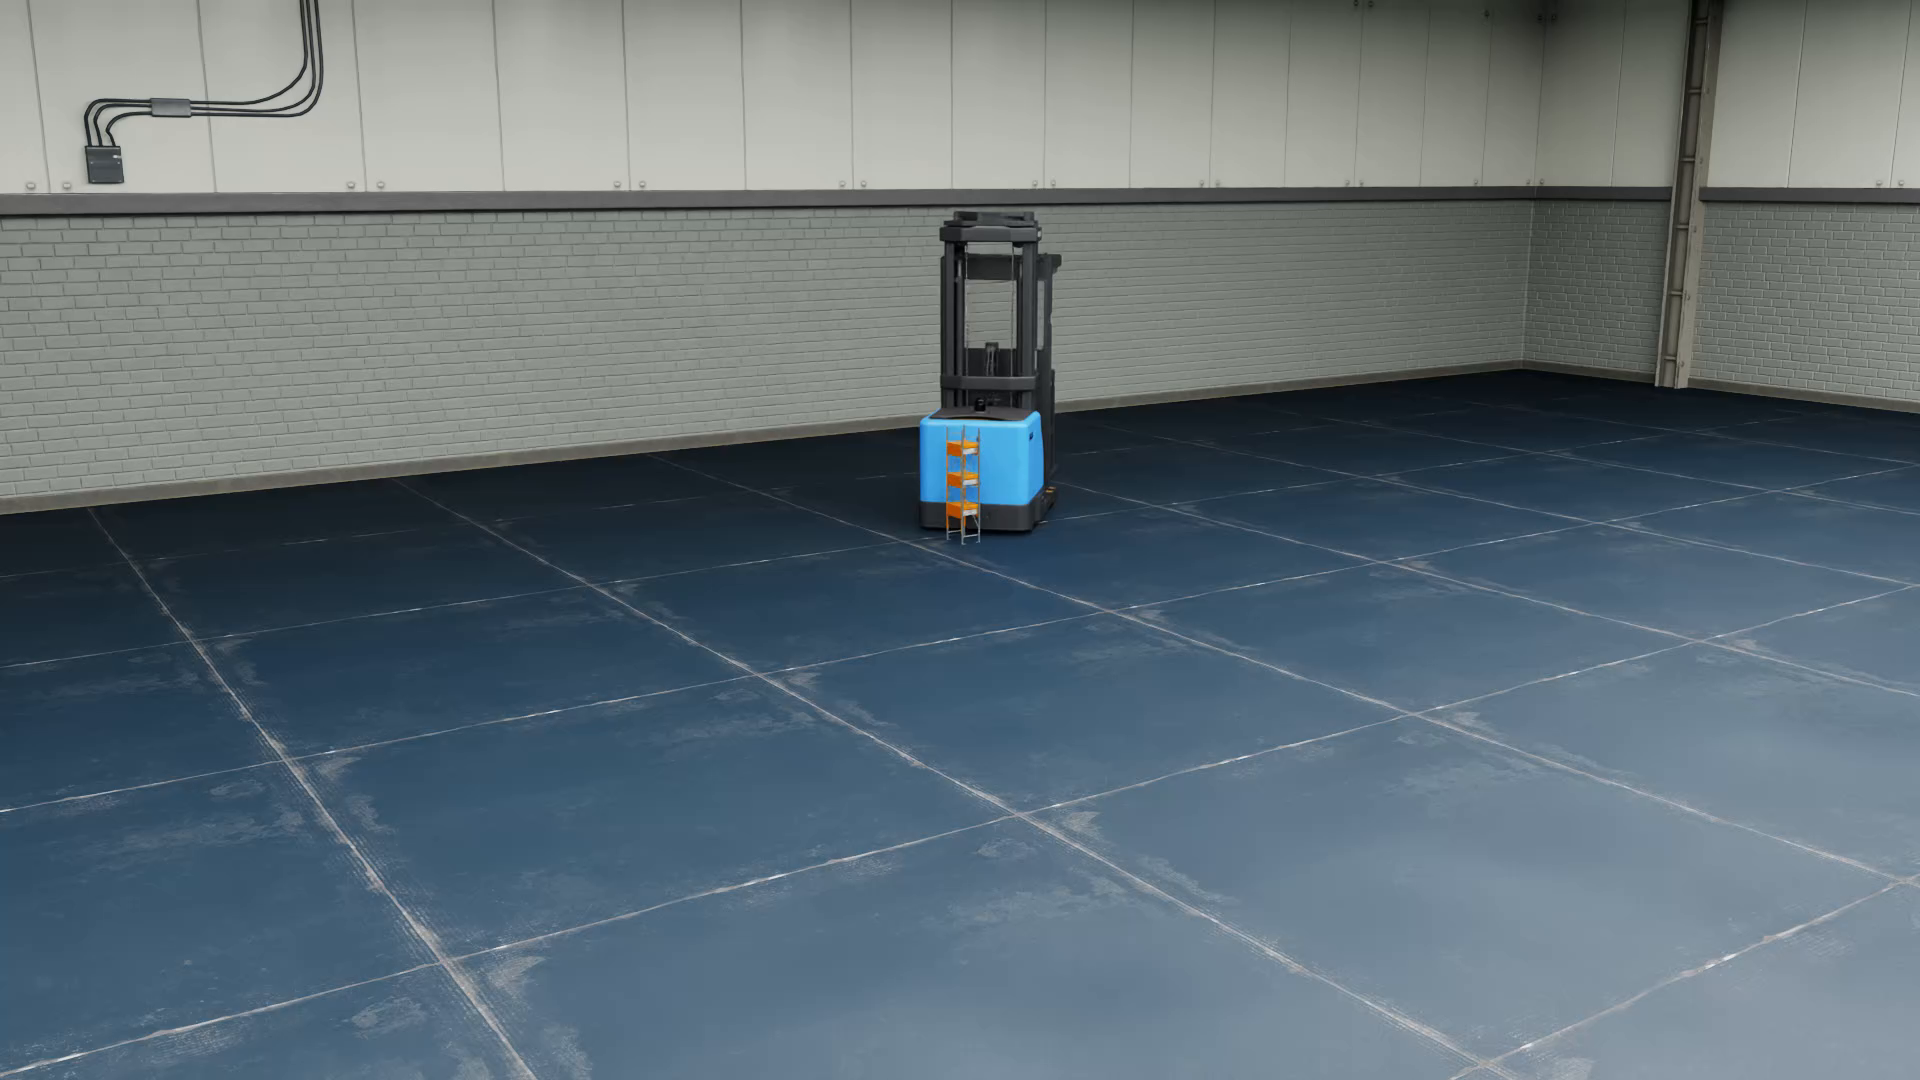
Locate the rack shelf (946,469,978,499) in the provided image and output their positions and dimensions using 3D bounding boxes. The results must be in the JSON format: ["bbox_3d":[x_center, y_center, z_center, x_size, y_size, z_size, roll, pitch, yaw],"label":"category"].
[{"bbox_3d":[0.030,-0.493,15.097,0.215,0.259,0.240,-8,15,-33],"label":"rack shelf"}]

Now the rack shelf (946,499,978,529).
[{"bbox_3d":[0.030,-0.222,15.156,0.215,0.259,0.240,-8,15,-33],"label":"rack shelf"}]

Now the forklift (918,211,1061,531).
[{"bbox_3d":[0.399,-1.779,16.524,1.130,2.935,3.031,2,13,11],"label":"forklift"}]

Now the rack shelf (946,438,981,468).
[{"bbox_3d":[0.030,-0.770,15.036,0.215,0.259,0.240,-8,15,-33],"label":"rack shelf"}]

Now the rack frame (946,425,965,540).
[{"bbox_3d":[-0.038,-0.525,15.194,0.200,1.050,0.008,-8,15,-33],"label":"rack frame"}]

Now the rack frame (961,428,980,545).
[{"bbox_3d":[0.097,-0.482,14.995,0.200,1.050,0.008,-8,15,-33],"label":"rack frame"}]

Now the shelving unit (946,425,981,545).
[{"bbox_3d":[0.030,-0.503,15.094,0.215,1.050,0.252,-8,15,-33],"label":"shelving unit"}]

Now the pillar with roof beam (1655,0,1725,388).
[{"bbox_3d":[7.704,-6.321,23.092,9.100,9.000,0.400,-8,15,-33],"label":"pillar with roof beam"}]

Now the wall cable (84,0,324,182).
[{"bbox_3d":[-7.555,-6.565,16.247,2.305,6.003,0.169,-8,15,-33],"label":"wall cable"}]
